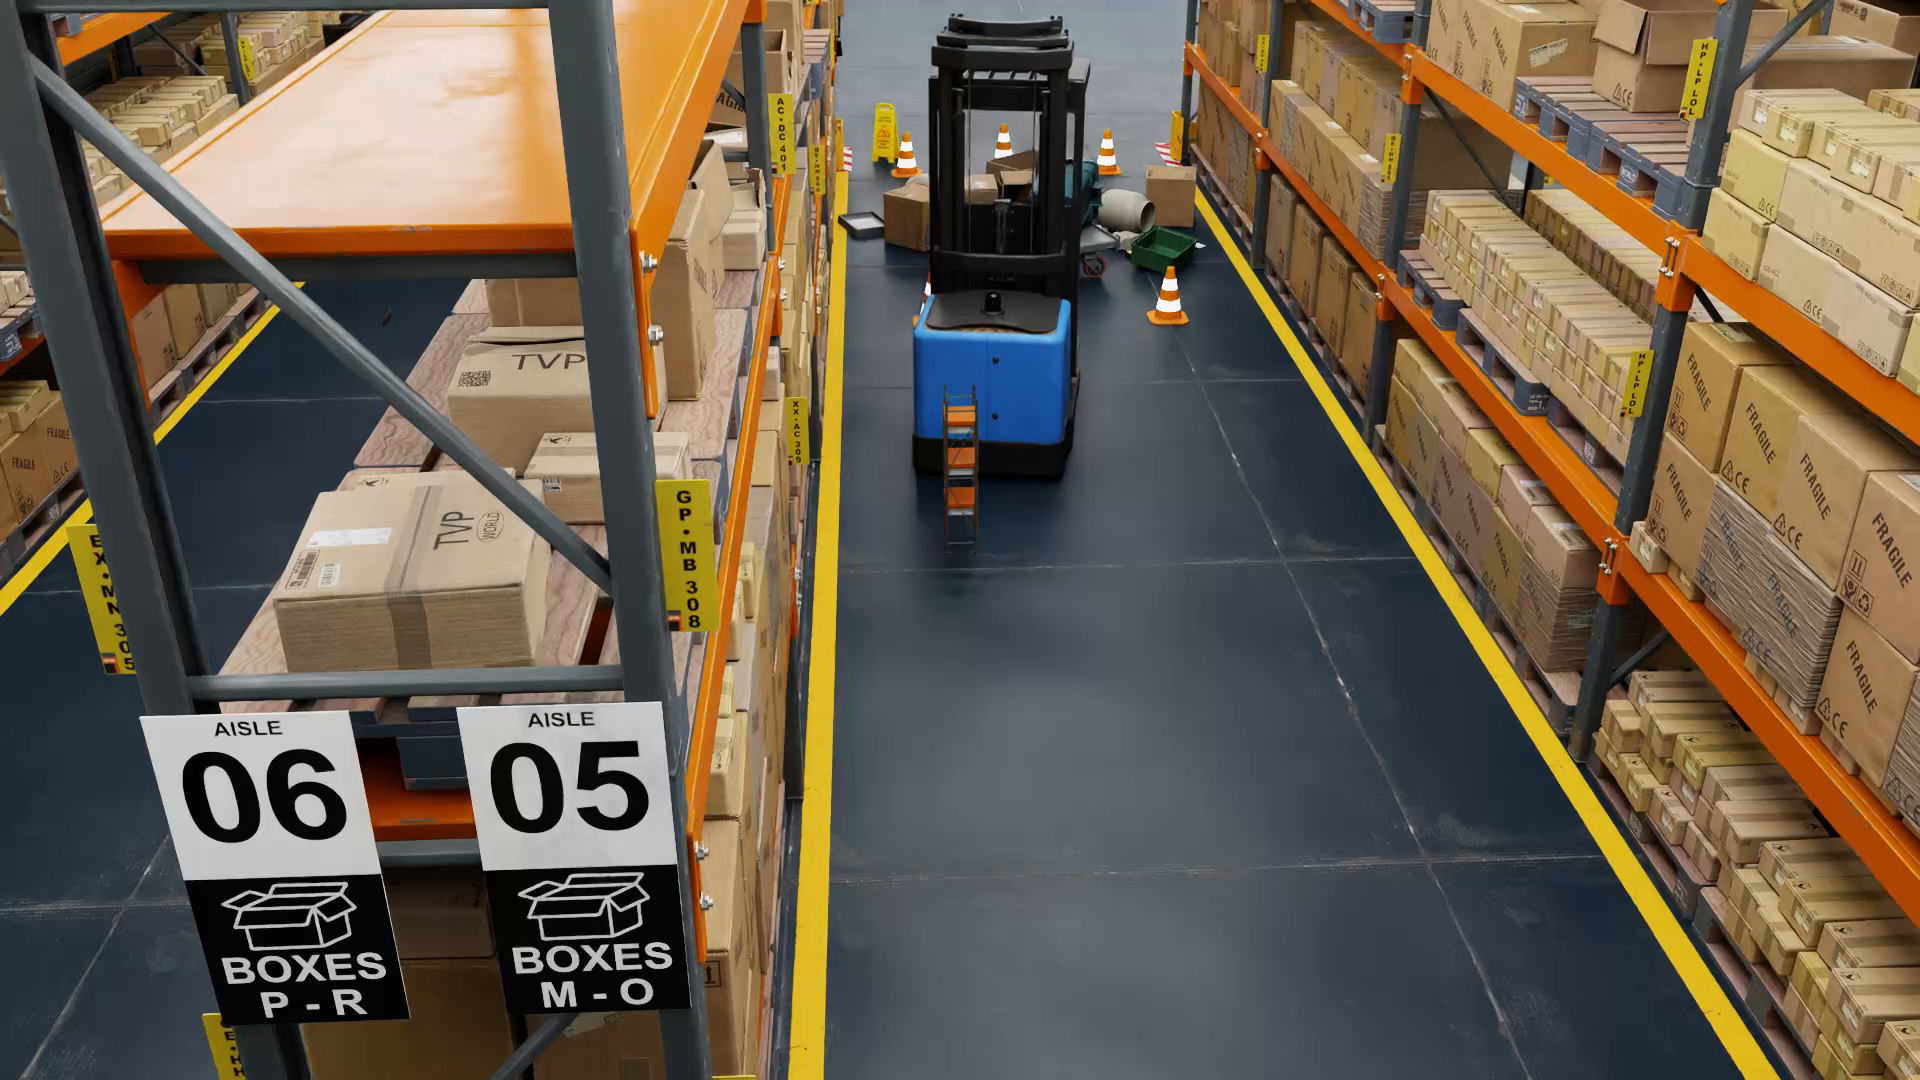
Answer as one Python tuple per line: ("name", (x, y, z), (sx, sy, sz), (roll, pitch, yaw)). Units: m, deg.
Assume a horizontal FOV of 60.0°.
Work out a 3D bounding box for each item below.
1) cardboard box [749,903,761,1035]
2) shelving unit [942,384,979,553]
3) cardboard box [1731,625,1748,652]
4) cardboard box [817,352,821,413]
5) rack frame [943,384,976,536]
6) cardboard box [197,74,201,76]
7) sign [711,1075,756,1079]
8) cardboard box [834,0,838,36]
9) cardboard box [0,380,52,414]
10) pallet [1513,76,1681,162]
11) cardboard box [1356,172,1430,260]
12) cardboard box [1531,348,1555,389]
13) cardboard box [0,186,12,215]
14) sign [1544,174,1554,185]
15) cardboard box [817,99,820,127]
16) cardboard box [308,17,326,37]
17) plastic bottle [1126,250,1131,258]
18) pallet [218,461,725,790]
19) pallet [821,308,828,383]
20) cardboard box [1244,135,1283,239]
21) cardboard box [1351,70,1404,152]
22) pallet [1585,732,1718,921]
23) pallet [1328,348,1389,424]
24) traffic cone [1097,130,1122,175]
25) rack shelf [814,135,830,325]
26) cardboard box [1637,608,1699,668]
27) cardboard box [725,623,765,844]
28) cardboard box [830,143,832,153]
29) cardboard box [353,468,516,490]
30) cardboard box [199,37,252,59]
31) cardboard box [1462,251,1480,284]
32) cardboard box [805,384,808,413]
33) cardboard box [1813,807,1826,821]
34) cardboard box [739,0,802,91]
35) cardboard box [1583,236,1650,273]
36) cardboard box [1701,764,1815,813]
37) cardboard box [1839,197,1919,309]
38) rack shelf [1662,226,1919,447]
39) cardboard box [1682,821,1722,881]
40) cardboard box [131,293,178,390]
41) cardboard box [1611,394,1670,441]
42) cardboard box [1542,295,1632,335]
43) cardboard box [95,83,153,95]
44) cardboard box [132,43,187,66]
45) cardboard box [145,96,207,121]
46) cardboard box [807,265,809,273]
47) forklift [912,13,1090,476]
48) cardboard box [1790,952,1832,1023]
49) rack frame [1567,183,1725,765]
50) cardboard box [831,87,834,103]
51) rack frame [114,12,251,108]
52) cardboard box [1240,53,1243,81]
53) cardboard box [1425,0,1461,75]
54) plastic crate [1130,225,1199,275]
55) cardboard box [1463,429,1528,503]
("cardboard box", (-0.864, 1.290, 4.924), (0.500, 0.500, 0.500), (-2, 28, -3))
("shelving unit", (0.003, -0.441, 10.460), (0.215, 1.050, 0.252), (-1, 28, -3))
("cardboard box", (3.508, 0.398, 7.015), (0.380, 0.149, 0.250), (-3, 28, -5))
("cardboard box", (-1.509, -1.180, 12.157), (0.950, 0.372, 0.625), (-3, 28, -6))
("rack frame", (-0.004, -0.497, 10.568), (0.200, 1.050, 0.008), (-1, 28, -3))
("cardboard box", (-6.948, -3.869, 14.817), (0.500, 0.500, 0.500), (-2, 28, -3))
("sign", (-0.517, 1.367, 3.864), (0.100, 0.325, 0.005), (-1, 28, -3))
("cardboard box", (-1.509, -5.042, 15.663), (0.700, 0.500, 0.500), (-2, 28, -4))
("cardboard box", (-6.167, -0.920, 10.818), (0.380, 0.149, 0.250), (-3, 28, -5))
("pallet", (3.674, -2.230, 8.742), (1.213, 0.211, 1.003), (-1, 28, -3))
("cardboard box", (3.157, -2.310, 11.828), (0.500, 0.500, 0.500), (-1, 28, -3))
("cardboard box", (3.381, -0.950, 9.145), (0.380, 0.149, 0.250), (-3, 28, -5))
("cardboard box", (-6.169, -2.263, 11.035), (0.380, 0.149, 0.250), (-1, 28, -1))
("sign", (3.990, -2.560, 11.248), (0.100, 0.325, 0.005), (-1, 28, -3))
("cardboard box", (-1.418, -3.671, 13.661), (0.500, 0.500, 0.500), (-1, 28, -2))
("cardboard box", (-6.475, -5.058, 16.394), (0.380, 0.149, 0.250), (-1, 28, -2))
("plastic bottle", (1.718, -2.700, 15.860), (0.133, 0.061, 0.283), (-17, 32, -29))
("pallet", (-1.121, 0.163, 4.045), (1.003, 0.211, 1.213), (-1, 28, -3))
("pallet", (-1.589, -1.585, 13.560), (1.003, 0.211, 1.213), (-1, 28, -3))
("cardboard box", (3.277, -3.448, 15.961), (0.875, 0.875, 0.875), (-1, 28, -2))
("cardboard box", (3.378, -3.230, 12.510), (0.700, 0.500, 0.500), (-2, 28, -3))
("pallet", (3.728, 1.329, 7.974), (1.003, 0.211, 1.213), (-1, 28, -3))
("pallet", (3.483, -1.194, 12.811), (1.003, 0.211, 1.213), (-1, 28, -3))
("traffic cone", (1.641, -4.355, 18.599), (0.336, 0.463, 0.334), (-1, 28, -3))
("rack shelf", (-1.594, -2.503, 13.083), (1.077, 0.370, 4.000), (-1, 28, -3))
("cardboard box", (3.884, 0.357, 9.070), (0.500, 0.500, 0.500), (0, 28, -1))
("cardboard box", (-0.881, 0.604, 5.159), (0.500, 0.500, 0.500), (-2, 28, -3))
("cardboard box", (-1.499, -3.571, 16.061), (0.500, 0.500, 0.500), (0, 28, -1))
("cardboard box", (-1.287, -0.050, 4.068), (0.380, 0.149, 0.250), (-3, 28, -7))
("cardboard box", (-6.497, -4.360, 14.735), (0.380, 0.149, 0.250), (-1, 28, -2))
("cardboard box", (3.320, -1.678, 10.220), (0.380, 0.149, 0.250), (-1, 28, -2))
("cardboard box", (-1.079, -0.670, 8.953), (0.500, 0.250, 0.500), (-2, 28, -3))
("cardboard box", (3.945, 1.108, 7.366), (0.380, 0.149, 0.250), (-1, 28, -1))
("cardboard box", (-1.108, -2.652, 8.785), (0.500, 0.500, 0.500), (-1, 28, -2))
("cardboard box", (3.981, -1.716, 9.971), (0.380, 0.149, 0.250), (-1, 28, -3))
("cardboard box", (3.523, 1.125, 7.334), (0.380, 0.149, 0.250), (-2, 28, -4))
("cardboard box", (3.477, -1.011, 5.823), (0.500, 0.250, 0.500), (-1, 28, -2))
("rack shelf", (3.762, -0.305, 5.624), (1.077, 0.370, 4.000), (-1, 28, -3))
("cardboard box", (3.498, 1.389, 7.472), (0.380, 0.149, 0.250), (-2, 28, -4))
("cardboard box", (-6.507, -1.500, 12.496), (0.875, 0.625, 0.625), (-1, 28, -1))
("cardboard box", (3.440, -0.603, 8.158), (0.380, 0.149, 0.250), (-1, 28, -1))
("cardboard box", (3.392, -1.215, 9.009), (0.380, 0.149, 0.250), (-2, 28, -4))
("cardboard box", (-6.889, -3.663, 13.720), (0.380, 0.149, 0.250), (-2, 28, -4))
("cardboard box", (-6.973, -4.228, 14.481), (0.380, 0.149, 0.250), (-1, 28, -3))
("cardboard box", (-6.277, -3.452, 13.316), (0.380, 0.149, 0.250), (-2, 28, -4))
("cardboard box", (-1.180, -1.599, 10.194), (0.500, 0.250, 0.500), (-2, 28, -4))
("forklift", (0.352, -2.392, 12.167), (1.130, 2.935, 3.031), (3, 28, 6))
("cardboard box", (3.490, 1.742, 6.474), (0.380, 0.149, 0.250), (0, 28, 0))
("rack frame", (3.658, -0.217, 7.923), (1.000, 3.000, 0.127), (-1, 28, -3))
("cardboard box", (-1.519, -4.648, 17.425), (0.380, 0.149, 0.250), (-1, 28, -1))
("rack frame", (-6.655, -3.624, 14.454), (1.000, 3.000, 0.127), (-1, 28, -3))
("cardboard box", (3.247, -4.654, 16.267), (0.875, 0.550, 0.550), (-1, 28, -3))
("cardboard box", (3.213, -3.169, 10.230), (0.500, 0.500, 0.500), (-1, 28, -3))
("plastic crate", (1.922, -2.739, 15.736), (0.450, 0.188, 0.662), (22, 34, 18))
("cardboard box", (3.311, -0.447, 9.801), (0.500, 0.250, 0.500), (-3, 28, -5))
